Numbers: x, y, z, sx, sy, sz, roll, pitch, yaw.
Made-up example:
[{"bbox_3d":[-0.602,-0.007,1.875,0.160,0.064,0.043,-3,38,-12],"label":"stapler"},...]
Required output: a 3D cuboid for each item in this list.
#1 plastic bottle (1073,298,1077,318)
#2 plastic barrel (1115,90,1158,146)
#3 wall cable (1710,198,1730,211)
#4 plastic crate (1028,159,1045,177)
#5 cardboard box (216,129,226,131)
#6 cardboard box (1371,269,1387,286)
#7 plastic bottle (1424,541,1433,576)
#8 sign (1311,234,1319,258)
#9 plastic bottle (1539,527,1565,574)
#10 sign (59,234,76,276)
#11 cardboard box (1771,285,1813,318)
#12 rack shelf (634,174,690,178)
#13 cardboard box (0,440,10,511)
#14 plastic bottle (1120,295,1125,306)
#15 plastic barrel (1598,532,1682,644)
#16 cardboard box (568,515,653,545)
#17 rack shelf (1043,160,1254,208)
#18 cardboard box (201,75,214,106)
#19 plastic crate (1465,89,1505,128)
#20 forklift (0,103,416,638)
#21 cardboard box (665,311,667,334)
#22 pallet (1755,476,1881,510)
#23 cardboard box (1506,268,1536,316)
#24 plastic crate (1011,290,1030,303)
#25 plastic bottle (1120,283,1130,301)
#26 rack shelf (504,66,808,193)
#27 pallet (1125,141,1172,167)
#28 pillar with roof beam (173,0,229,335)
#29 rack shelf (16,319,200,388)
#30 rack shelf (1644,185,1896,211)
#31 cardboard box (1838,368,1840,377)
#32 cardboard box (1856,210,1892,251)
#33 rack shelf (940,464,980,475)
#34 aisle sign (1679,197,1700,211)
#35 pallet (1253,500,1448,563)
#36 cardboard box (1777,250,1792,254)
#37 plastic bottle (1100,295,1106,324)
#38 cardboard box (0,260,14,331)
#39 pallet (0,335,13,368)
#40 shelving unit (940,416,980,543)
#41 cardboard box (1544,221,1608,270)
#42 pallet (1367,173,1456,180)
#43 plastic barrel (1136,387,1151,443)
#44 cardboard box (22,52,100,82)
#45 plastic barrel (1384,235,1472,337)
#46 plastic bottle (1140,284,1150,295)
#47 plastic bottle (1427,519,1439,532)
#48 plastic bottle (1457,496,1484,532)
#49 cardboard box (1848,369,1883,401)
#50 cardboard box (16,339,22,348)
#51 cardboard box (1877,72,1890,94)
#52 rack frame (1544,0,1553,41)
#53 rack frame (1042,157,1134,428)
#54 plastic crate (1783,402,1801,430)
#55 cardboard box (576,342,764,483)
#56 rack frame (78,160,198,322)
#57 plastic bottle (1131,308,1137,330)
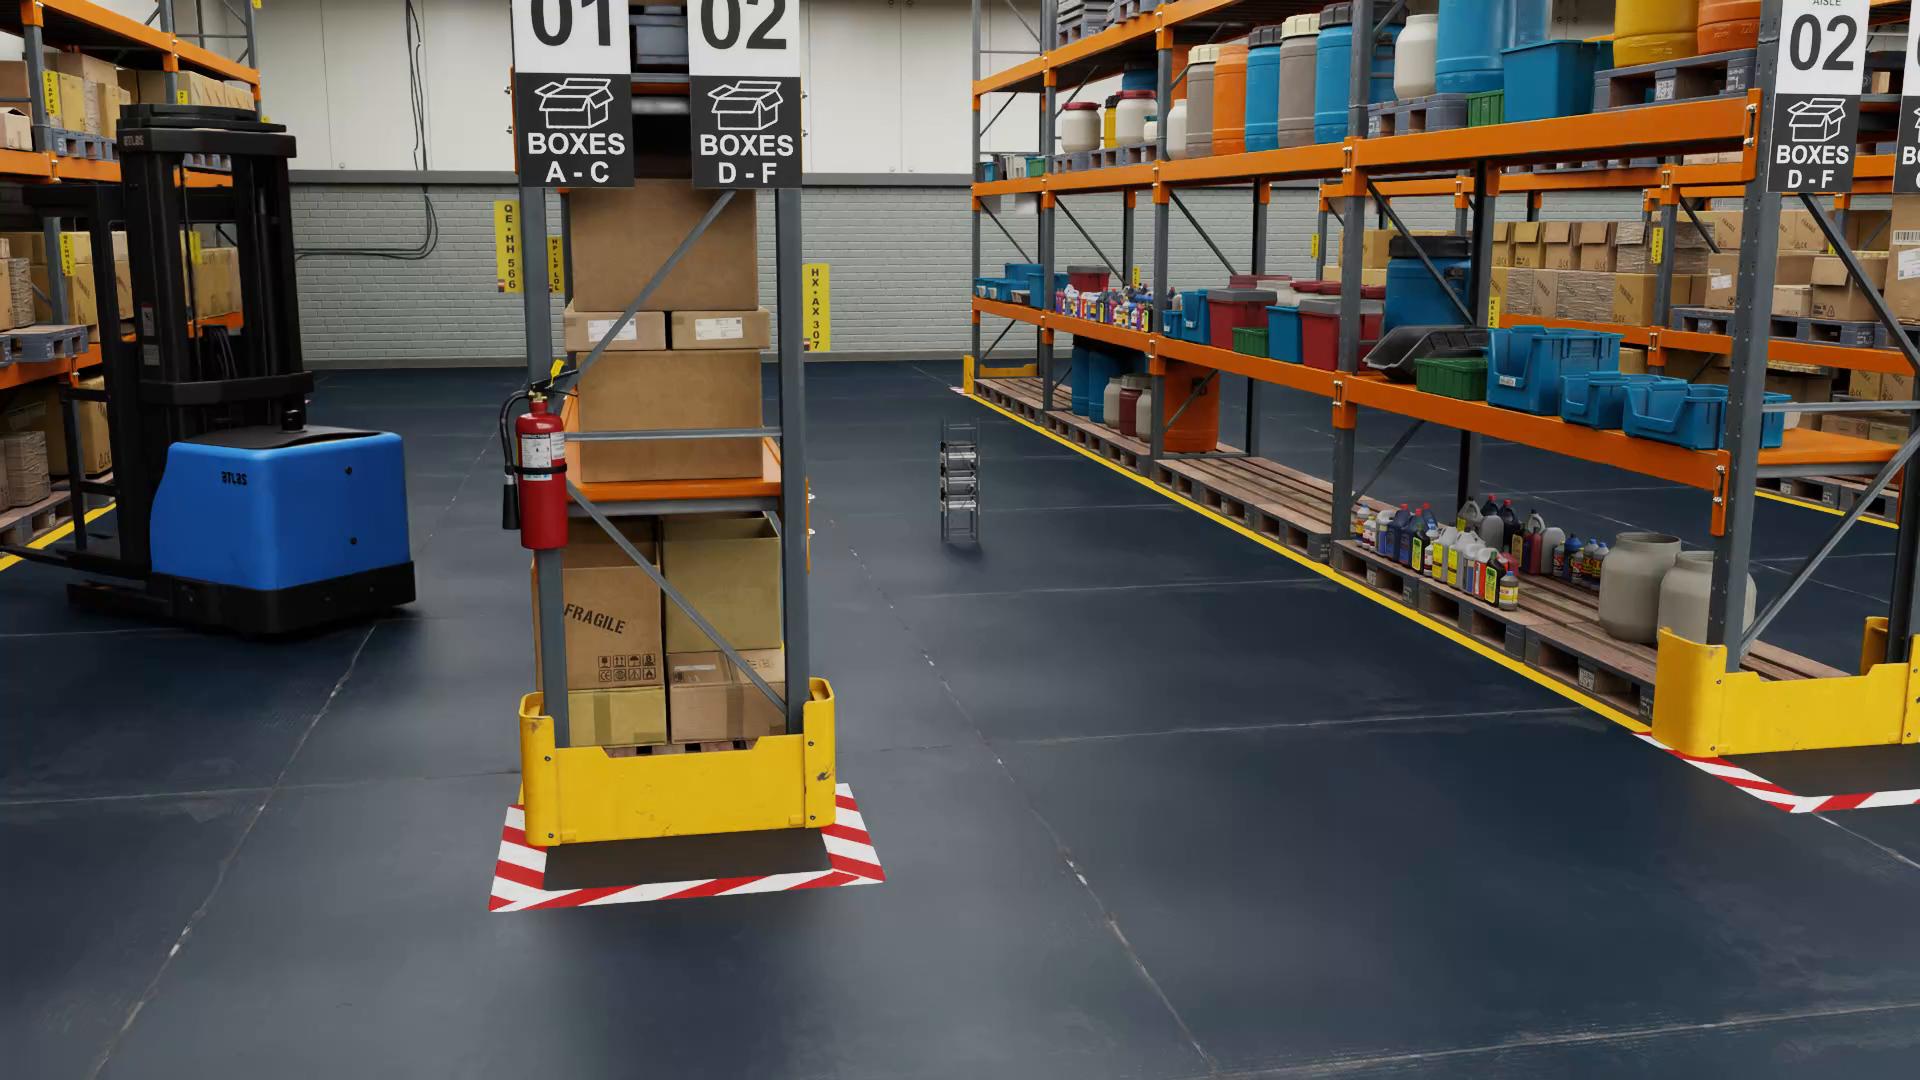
[{"bbox_3d":[1.245,-2.463,17.648,0.097,0.201,0.097,0,11,0],"label":"plastic bottle"},{"bbox_3d":[1.728,-4.100,16.205,0.433,0.535,0.433,0,11,0],"label":"plastic barrel"},{"bbox_3d":[14.124,-5.589,30.737,0.585,1.953,0.123,-2,11,-11],"label":"wall cable"},{"bbox_3d":[1.064,-4.203,18.802,0.450,0.188,0.662,-2,11,-11],"label":"plastic crate"},{"bbox_3d":[-8.343,-4.386,18.207,0.500,0.250,0.500,-2,11,-13],"label":"cardboard box"},{"bbox_3d":[5.660,-3.373,21.499,0.500,0.250,0.500,-2,11,-12],"label":"cardboard box"},{"bbox_3d":[2.817,0.109,9.907,0.097,0.201,0.097,0,11,0],"label":"plastic bottle"},{"bbox_3d":[4.977,-4.126,23.324,0.100,0.325,0.005,-2,11,-11],"label":"sign"},{"bbox_3d":[3.534,0.054,9.998,0.152,0.276,0.135,-2,11,-10],"label":"plastic bottle"},{"bbox_3d":[-6.967,-2.225,12.977,0.100,0.325,0.005,-2,11,-11],"label":"sign"},{"bbox_3d":[7.179,-2.030,14.120,0.500,0.250,0.500,-2,11,-13],"label":"cardboard box"},{"bbox_3d":[-3.028,-3.341,15.629,1.077,0.370,4.000,-2,11,-11],"label":"rack shelf"},{"bbox_3d":[-7.320,-0.432,11.955,0.700,0.500,0.500,-2,11,-11],"label":"cardboard box"},{"bbox_3d":[1.607,-2.284,16.484,0.061,0.283,0.133,-2,11,-11],"label":"plastic bottle"},{"bbox_3d":[3.476,0.240,8.445,0.421,0.512,0.421,0,11,0],"label":"plastic barrel"},{"bbox_3d":[-1.688,0.119,7.774,0.500,0.500,0.500,-2,11,-11],"label":"cardboard box"},{"bbox_3d":[1.832,-3.520,16.572,1.077,0.370,4.000,-2,11,-11],"label":"rack shelf"},{"bbox_3d":[-8.245,-4.665,17.669,0.500,0.500,0.500,-2,11,-12],"label":"cardboard box"},{"bbox_3d":[3.038,-2.370,9.170,0.336,0.188,0.450,-2,11,-11],"label":"plastic crate"},{"bbox_3d":[-4.776,-1.080,10.033,3.031,2.935,1.130,7,13,31],"label":"forklift"},{"bbox_3d":[-1.096,-0.975,7.293,0.380,0.149,0.250,-2,11,-12],"label":"cardboard box"},{"bbox_3d":[7.463,-0.477,14.138,1.003,0.211,1.213,-2,11,-11],"label":"pallet"},{"bbox_3d":[6.341,-2.719,18.191,0.500,0.500,0.500,-2,11,-12],"label":"cardboard box"},{"bbox_3d":[0.809,-2.975,20.352,0.293,0.136,0.466,-2,11,-11],"label":"plastic crate"},{"bbox_3d":[1.801,-2.581,17.866,0.144,0.351,0.185,-2,11,-11],"label":"plastic bottle"},{"bbox_3d":[-1.472,-1.874,7.920,1.077,0.370,4.000,-2,11,-11],"label":"rack shelf"},{"bbox_3d":[2.168,-3.558,15.351,1.003,0.211,1.213,-2,11,-11],"label":"pallet"},{"bbox_3d":[-6.204,-6.708,23.372,9.100,9.000,0.400,-2,11,-11],"label":"pillar with roof beam"},{"bbox_3d":[-7.886,-1.687,14.959,1.077,0.370,4.000,-2,11,-11],"label":"rack shelf"},{"bbox_3d":[10.797,-4.596,22.223,1.077,0.370,4.000,-2,11,-11],"label":"rack shelf"},{"bbox_3d":[11.292,-2.182,21.345,0.380,0.149,0.250,-2,11,-11],"label":"cardboard box"},{"bbox_3d":[11.337,-3.887,20.859,0.500,0.500,0.500,-2,11,-10],"label":"cardboard box"},{"bbox_3d":[-0.002,-0.499,12.110,0.258,0.077,0.200,-2,11,-11],"label":"rack shelf"},{"bbox_3d":[10.688,-5.144,24.248,0.394,0.787,0.004,-2,11,-11],"label":"aisle sign"},{"bbox_3d":[2.808,-0.073,12.013,1.003,0.211,1.213,-2,11,-11],"label":"pallet"},{"bbox_3d":[10.715,-3.478,21.384,0.500,0.500,0.500,-2,11,-13],"label":"cardboard box"},{"bbox_3d":[1.439,-2.303,16.585,0.061,0.283,0.133,-2,11,-11],"label":"plastic bottle"},{"bbox_3d":[-7.261,-1.751,11.930,0.700,0.500,0.500,-3,11,-16],"label":"cardboard box"},{"bbox_3d":[-7.072,-1.217,11.083,1.003,0.211,1.213,-2,11,-11],"label":"pallet"},{"bbox_3d":[-0.002,-0.444,12.120,0.258,0.900,0.210,-2,11,-11],"label":"shelving unit"},{"bbox_3d":[6.692,-3.133,17.682,0.797,0.503,0.637,-2,11,-9],"label":"cardboard box"},{"bbox_3d":[5.918,-4.751,21.350,1.003,0.211,1.213,-2,11,-11],"label":"pallet"},{"bbox_3d":[1.911,-1.207,16.046,0.421,0.512,0.421,0,11,0],"label":"plastic barrel"},{"bbox_3d":[-8.111,-4.247,15.016,0.500,0.250,0.500,-2,11,-13],"label":"cardboard box"},{"bbox_3d":[3.221,-1.628,11.386,0.600,0.901,0.708,-2,11,-11],"label":"plastic barrel"},{"bbox_3d":[1.978,-2.552,17.715,0.144,0.351,0.185,-2,11,-11],"label":"plastic bottle"},{"bbox_3d":[2.895,0.010,10.243,0.097,0.271,0.097,0,11,0],"label":"plastic bottle"},{"bbox_3d":[3.265,-0.102,10.617,0.144,0.351,0.185,-2,11,-11],"label":"plastic bottle"},{"bbox_3d":[11.069,-1.942,19.940,0.500,0.500,0.500,-2,11,-9],"label":"cardboard box"},{"bbox_3d":[-7.334,-1.628,13.348,0.380,0.149,0.250,-2,11,-12],"label":"cardboard box"},{"bbox_3d":[7.678,-3.473,13.000,0.797,0.503,0.637,-2,11,-9],"label":"cardboard box"},{"bbox_3d":[6.301,-5.894,19.097,1.000,3.000,0.127,-2,11,-11],"label":"rack frame"},{"bbox_3d":[1.443,-2.767,18.712,1.000,3.000,0.127,-2,11,-11],"label":"rack frame"},{"bbox_3d":[3.918,-0.612,8.097,0.298,0.136,0.250,-2,11,-11],"label":"plastic crate"},{"bbox_3d":[-1.161,-0.522,6.649,0.700,0.500,0.500,-2,11,-11],"label":"cardboard box"},{"bbox_3d":[-8.275,-2.407,16.819,1.000,3.000,0.127,-2,11,-11],"label":"rack frame"},{"bbox_3d":[1.655,-2.077,15.615,0.097,0.201,0.097,0,11,0],"label":"plastic bottle"}]
